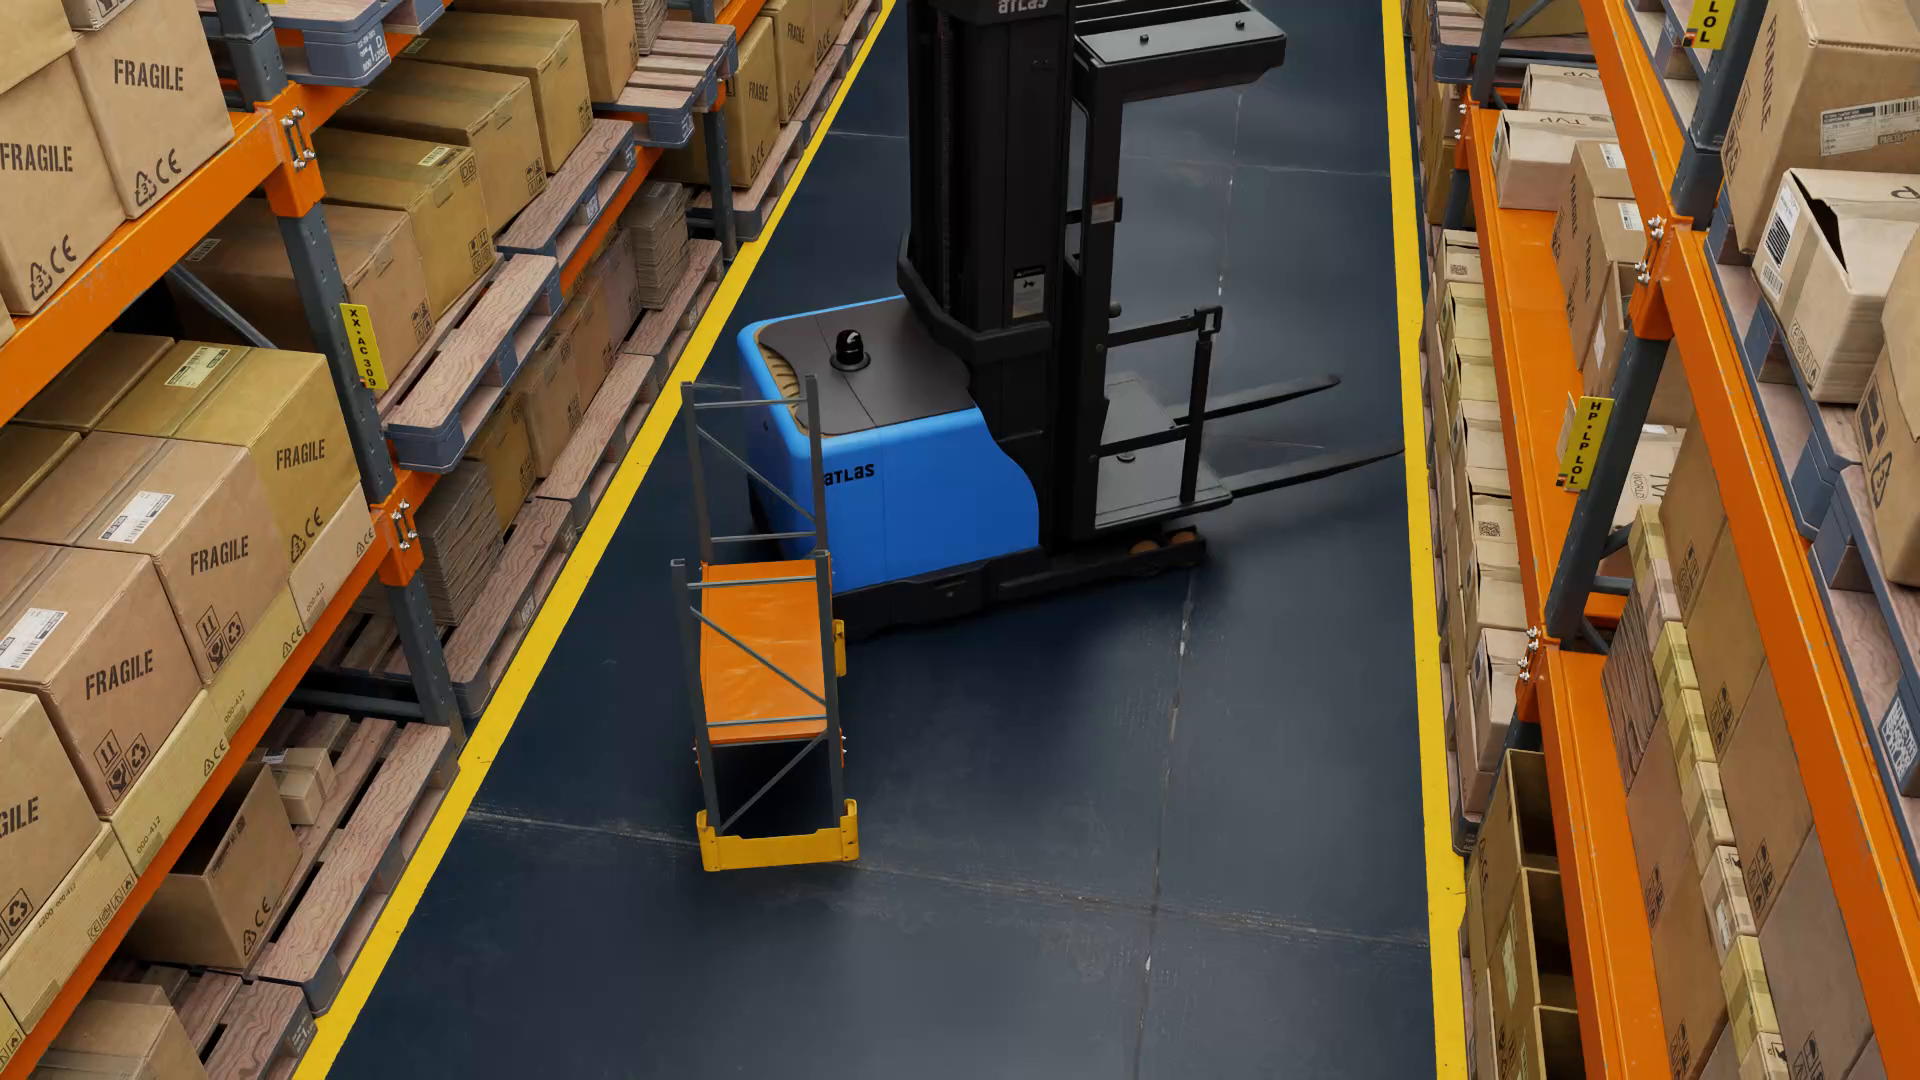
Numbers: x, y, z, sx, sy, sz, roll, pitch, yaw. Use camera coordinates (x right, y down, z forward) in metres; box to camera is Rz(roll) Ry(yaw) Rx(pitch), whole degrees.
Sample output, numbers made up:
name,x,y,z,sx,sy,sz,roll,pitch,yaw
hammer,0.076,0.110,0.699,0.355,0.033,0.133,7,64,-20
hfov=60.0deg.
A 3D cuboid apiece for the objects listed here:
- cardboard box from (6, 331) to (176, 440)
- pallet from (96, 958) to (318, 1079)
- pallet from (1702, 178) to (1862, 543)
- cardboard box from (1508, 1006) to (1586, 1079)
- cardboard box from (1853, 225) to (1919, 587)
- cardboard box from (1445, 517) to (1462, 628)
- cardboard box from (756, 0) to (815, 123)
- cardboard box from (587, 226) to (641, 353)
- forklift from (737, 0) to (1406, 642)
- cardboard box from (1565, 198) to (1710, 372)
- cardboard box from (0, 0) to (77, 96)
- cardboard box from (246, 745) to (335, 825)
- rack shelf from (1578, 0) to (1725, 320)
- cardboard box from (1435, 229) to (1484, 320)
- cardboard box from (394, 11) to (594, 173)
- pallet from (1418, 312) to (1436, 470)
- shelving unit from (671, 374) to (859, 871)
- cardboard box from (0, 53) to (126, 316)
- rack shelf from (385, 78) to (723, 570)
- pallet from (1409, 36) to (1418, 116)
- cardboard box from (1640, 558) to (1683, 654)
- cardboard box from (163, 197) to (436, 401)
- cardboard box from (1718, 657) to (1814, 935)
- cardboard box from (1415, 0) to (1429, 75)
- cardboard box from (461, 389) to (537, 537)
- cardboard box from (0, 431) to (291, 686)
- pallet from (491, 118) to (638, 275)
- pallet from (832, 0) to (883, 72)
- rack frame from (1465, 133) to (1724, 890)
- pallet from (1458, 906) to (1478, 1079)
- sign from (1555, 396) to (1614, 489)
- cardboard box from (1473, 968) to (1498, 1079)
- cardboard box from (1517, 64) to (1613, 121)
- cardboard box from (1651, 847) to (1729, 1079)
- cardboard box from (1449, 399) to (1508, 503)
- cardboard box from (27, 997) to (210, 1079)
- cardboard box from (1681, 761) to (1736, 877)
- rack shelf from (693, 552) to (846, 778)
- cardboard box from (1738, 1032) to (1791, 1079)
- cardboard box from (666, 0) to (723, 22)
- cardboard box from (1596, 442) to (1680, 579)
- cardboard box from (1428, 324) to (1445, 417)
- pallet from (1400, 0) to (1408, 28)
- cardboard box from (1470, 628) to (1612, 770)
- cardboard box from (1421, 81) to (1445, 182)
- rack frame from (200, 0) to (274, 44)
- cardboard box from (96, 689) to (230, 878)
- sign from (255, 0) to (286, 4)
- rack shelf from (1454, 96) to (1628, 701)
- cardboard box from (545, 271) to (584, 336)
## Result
name,x,y,z,sx,sy,sz,roll,pitch,yaw
cardboard box,-2.791,-0.324,5.302,0.500,0.500,0.500,6,40,7
pallet,-2.795,1.911,5.273,1.003,0.211,1.213,6,40,8
pallet,2.253,-0.397,3.592,1.003,0.211,1.213,6,40,8
cardboard box,1.814,1.679,4.604,0.500,0.500,0.500,6,40,8
cardboard box,1.966,-0.206,2.770,0.797,0.503,0.637,11,41,13
cardboard box,2.339,0.154,7.038,0.500,0.250,0.500,7,40,9
cardboard box,-1.398,-3.197,10.620,0.750,0.750,0.750,6,40,7
cardboard box,-2.089,-1.306,8.592,0.700,0.500,0.500,6,40,8
forklift,0.593,-1.266,6.981,3.031,2.935,1.130,-13,41,-15
cardboard box,2.702,-0.977,6.499,0.500,0.500,0.500,6,40,8
cardboard box,-2.409,-1.254,3.679,0.500,0.500,0.500,8,40,10
cardboard box,-2.567,0.904,6.181,0.380,0.166,0.250,2,40,2
rack shelf,2.721,-1.947,5.962,1.077,0.370,4.000,6,40,8
cardboard box,2.688,-1.346,8.412,0.500,0.311,0.500,8,40,9
cardboard box,-2.077,-1.995,7.386,0.700,0.500,0.500,6,40,8
pallet,2.887,-0.737,8.475,1.003,0.211,1.213,6,40,8
shelving unit,-0.726,0.307,6.202,0.587,1.500,1.083,-4,40,-4
cardboard box,-2.448,-0.899,4.036,0.500,0.500,0.500,3,40,4
rack shelf,-2.158,-1.335,7.576,1.077,0.370,4.000,6,40,8
pallet,3.656,-3.245,11.509,1.003,0.211,1.213,6,40,8
cardboard box,2.095,0.203,4.563,0.380,0.149,0.250,7,40,8
cardboard box,-2.383,-0.881,6.038,0.700,0.500,0.500,7,40,8
cardboard box,2.131,0.559,3.624,0.700,0.500,0.500,6,40,8
cardboard box,3.355,-3.428,11.158,0.500,0.500,0.500,7,40,8
cardboard box,-2.353,-0.357,7.444,0.700,0.500,0.500,6,40,7
cardboard box,-2.362,0.048,4.851,0.500,0.500,0.500,6,40,7
pallet,-2.114,-1.547,7.418,1.003,0.211,1.213,6,40,8
pallet,-1.179,-3.811,12.194,1.003,0.211,1.213,6,40,8
rack frame,2.375,0.187,5.170,1.000,3.000,0.127,6,40,8
pallet,2.196,1.756,5.461,1.003,0.211,1.213,6,40,8
sign,1.839,-0.283,4.892,0.100,0.325,0.005,6,40,8
cardboard box,1.905,1.655,5.222,0.500,0.250,0.500,6,40,8
cardboard box,2.961,-2.066,7.965,0.500,0.311,0.500,9,40,10
cardboard box,2.129,1.073,4.019,0.700,0.500,0.500,7,40,8
cardboard box,2.426,-0.373,7.235,0.500,0.311,0.500,6,40,7
cardboard box,-2.713,1.710,4.944,0.700,0.500,0.500,4,40,5
cardboard box,1.962,0.687,3.978,0.380,0.149,0.250,5,40,6
rack shelf,-0.725,0.451,6.309,0.538,0.185,1.000,-4,40,-4
cardboard box,1.828,1.174,3.389,0.380,0.149,0.250,6,40,7
cardboard box,-1.527,-2.960,9.157,0.380,0.149,0.250,6,40,7
cardboard box,2.417,-0.069,5.598,0.500,0.250,0.500,9,40,10
cardboard box,2.601,-0.814,8.209,0.500,0.250,0.500,5,40,6
pallet,3.879,-4.190,12.653,1.003,0.211,1.213,6,40,8
cardboard box,2.163,0.582,6.080,0.500,0.311,0.500,6,40,8
cardboard box,3.088,-2.468,9.997,0.500,0.500,0.500,5,40,6
rack frame,-2.504,-2.669,3.917,1.000,3.000,0.127,6,40,8
cardboard box,-2.454,0.653,4.709,0.500,0.250,0.500,6,40,7
sign,-1.969,-1.658,4.641,0.100,0.325,0.005,6,40,8
rack shelf,2.721,-0.791,6.918,1.077,0.370,4.000,6,40,8
cardboard box,-2.130,-1.231,7.913,0.500,0.250,0.500,6,40,7
